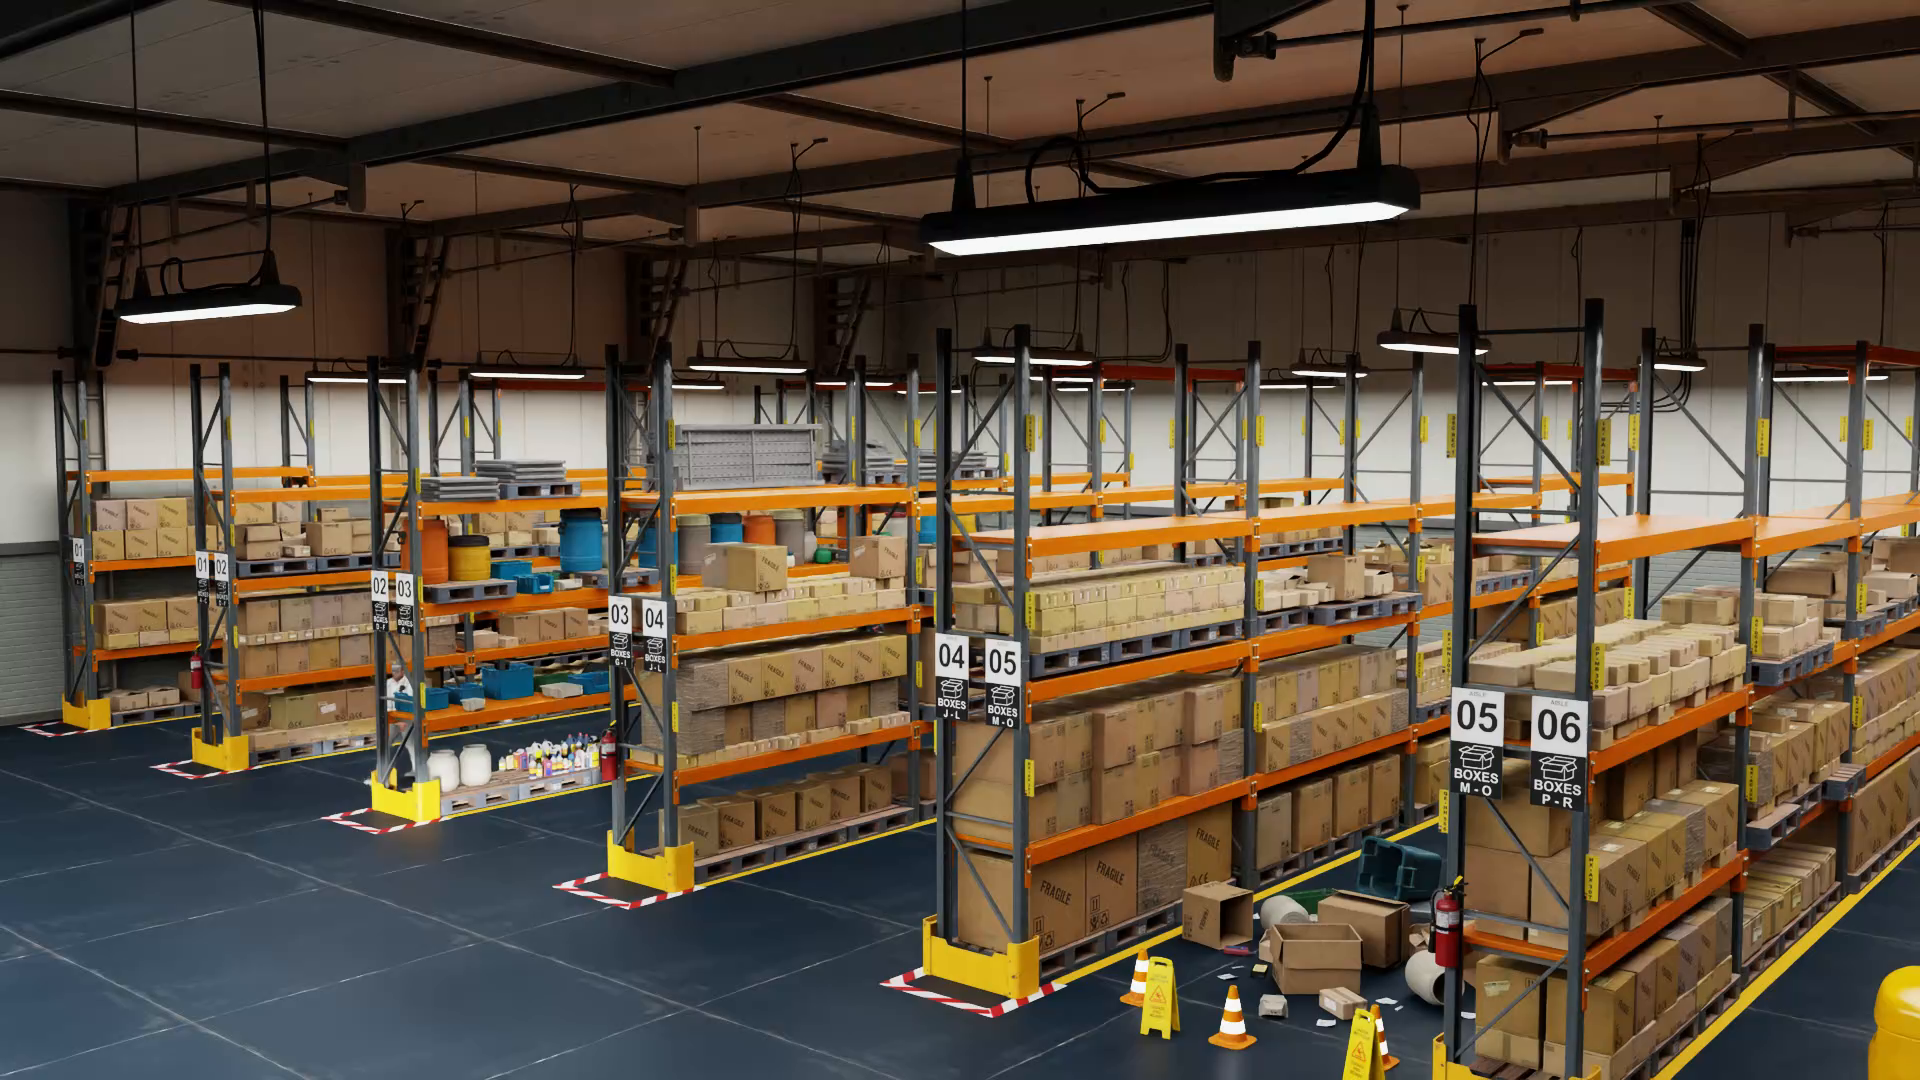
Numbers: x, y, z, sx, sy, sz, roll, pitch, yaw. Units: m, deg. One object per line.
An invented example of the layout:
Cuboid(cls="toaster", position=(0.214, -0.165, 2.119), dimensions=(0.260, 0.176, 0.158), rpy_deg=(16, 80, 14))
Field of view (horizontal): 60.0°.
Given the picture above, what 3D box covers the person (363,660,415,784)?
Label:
Cuboid(cls="person", position=(-8.053, 2.569, 23.744), dimensions=(0.588, 1.723, 0.892), rpy_deg=(1, 4, 12))
